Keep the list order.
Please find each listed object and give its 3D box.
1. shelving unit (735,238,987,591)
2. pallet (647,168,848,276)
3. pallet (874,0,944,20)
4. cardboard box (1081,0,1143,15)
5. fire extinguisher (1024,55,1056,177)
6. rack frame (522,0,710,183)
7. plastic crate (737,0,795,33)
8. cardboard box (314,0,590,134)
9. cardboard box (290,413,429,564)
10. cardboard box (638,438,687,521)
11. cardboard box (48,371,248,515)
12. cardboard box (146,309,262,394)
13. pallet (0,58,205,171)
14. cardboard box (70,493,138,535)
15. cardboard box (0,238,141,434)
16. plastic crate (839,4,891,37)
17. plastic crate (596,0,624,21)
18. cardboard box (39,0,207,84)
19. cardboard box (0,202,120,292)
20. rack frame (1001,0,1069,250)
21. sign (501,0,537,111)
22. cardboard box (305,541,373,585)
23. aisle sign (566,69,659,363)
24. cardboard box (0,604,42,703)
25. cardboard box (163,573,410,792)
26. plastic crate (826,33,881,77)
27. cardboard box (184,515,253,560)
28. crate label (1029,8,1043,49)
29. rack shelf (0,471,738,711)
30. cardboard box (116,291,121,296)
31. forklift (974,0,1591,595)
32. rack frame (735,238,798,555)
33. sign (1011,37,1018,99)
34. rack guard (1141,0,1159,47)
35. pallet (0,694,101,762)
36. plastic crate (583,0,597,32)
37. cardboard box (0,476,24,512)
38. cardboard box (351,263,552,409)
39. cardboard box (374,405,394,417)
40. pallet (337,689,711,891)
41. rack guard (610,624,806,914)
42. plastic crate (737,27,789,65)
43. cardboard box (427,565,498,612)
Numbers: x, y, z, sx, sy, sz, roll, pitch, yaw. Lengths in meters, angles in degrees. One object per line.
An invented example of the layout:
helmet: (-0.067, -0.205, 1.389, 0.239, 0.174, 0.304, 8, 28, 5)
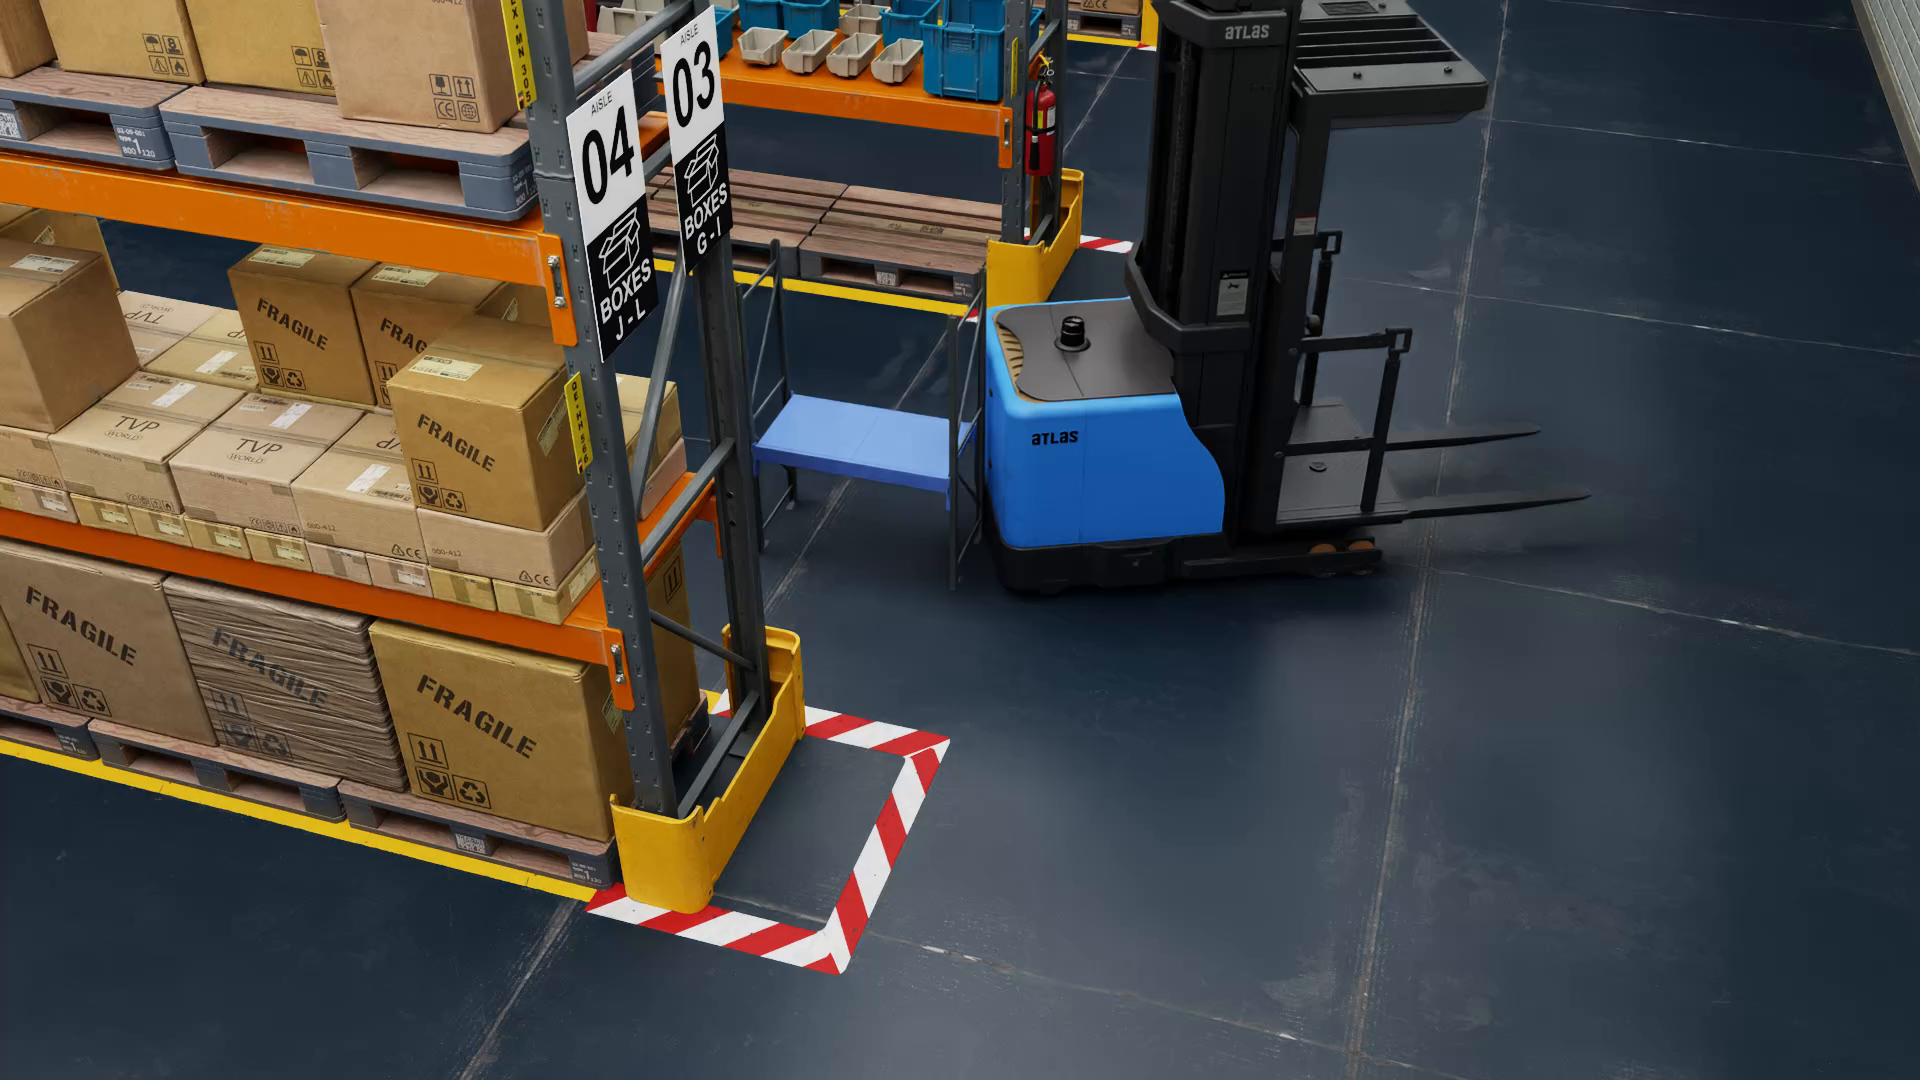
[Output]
shelving unit: (-0.449, -0.587, 7.968, 1.048, 1.500, 0.538, 10, 38, 14)
pallet: (-1.480, -2.174, 11.210, 1.213, 0.211, 1.003, 10, 38, 14)
pallet: (-0.057, -4.962, 14.998, 1.213, 0.211, 1.003, 10, 38, 14)
cardboard box: (1.345, -4.841, 14.220, 0.500, 0.500, 0.500, 10, 38, 14)
fire extinguisher: (0.465, -2.447, 9.609, 0.183, 0.674, 0.296, 10, 38, 14)
rack frame: (-1.020, -2.526, 4.276, 0.127, 3.000, 1.000, 10, 38, 14)
plastic crate: (-1.224, -3.385, 10.594, 0.300, 0.233, 0.416, 10, 38, 14)
cardboard box: (-1.533, -1.629, 5.065, 0.500, 0.500, 0.700, 8, 37, 11)
cardboard box: (-2.046, -0.195, 6.045, 0.500, 0.250, 0.500, 10, 37, 13)
cardboard box: (-1.261, -0.258, 6.467, 0.250, 0.149, 0.380, 11, 38, 14)
cardboard box: (-3.030, -0.374, 6.289, 0.500, 0.250, 0.500, 11, 38, 14)
cardboard box: (-2.874, -0.675, 6.697, 0.500, 0.250, 0.500, 10, 37, 13)
pallet: (-2.900, -1.622, 5.653, 1.213, 0.211, 1.003, 10, 38, 14)
cardboard box: (-3.167, -0.201, 6.389, 0.250, 0.149, 0.380, 9, 37, 13)
cardboard box: (-3.492, -0.768, 6.191, 0.500, 0.500, 0.500, 9, 37, 12)
plastic crate: (-0.610, -3.284, 10.538, 0.298, 0.136, 0.250, 10, 38, 14)
plastic crate: (-2.213, -3.487, 10.823, 0.590, 0.125, 0.437, 10, 38, 14)
cardboard box: (-2.542, -1.861, 5.379, 0.500, 0.500, 0.700, 8, 37, 11)
cardboard box: (-3.843, -1.157, 6.720, 0.500, 0.500, 0.500, 11, 38, 14)
rack frame: (0.457, -2.912, 9.861, 0.127, 3.000, 1.000, 10, 38, 14)
sign: (-1.195, -1.338, 4.512, 0.005, 0.325, 0.100, 10, 38, 14)
cardboard box: (-2.185, -0.020, 6.144, 0.250, 0.149, 0.380, 11, 38, 15)
aisle sign: (-1.041, -0.974, 5.035, 0.004, 0.787, 0.394, 10, 38, 14)
cardboard box: (-4.232, 0.032, 7.300, 0.875, 0.875, 0.875, 10, 38, 14)
cardboard box: (-2.524, 0.348, 6.870, 0.875, 0.875, 0.875, 10, 38, 14)
plastic crate: (-0.648, -2.931, 10.059, 0.243, 0.136, 0.396, 10, 38, 14)
cardboard box: (-2.681, -0.111, 6.267, 0.250, 0.149, 0.380, 11, 38, 14)
crate label: (0.319, -3.099, 10.206, 0.303, 0.233, 0.416, 10, 38, 14)
rack shelf: (-2.929, -0.174, 6.747, 4.000, 0.370, 1.077, 10, 38, 14)
cardboard box: (-3.844, -0.857, 6.944, 0.500, 0.250, 0.500, 12, 38, 15)
forklift: (1.634, -1.302, 7.732, 3.031, 2.935, 1.130, -5, 37, -6)
rack frame: (-0.936, -0.675, 8.087, 0.032, 1.500, 0.500, 10, 38, 14)
sign: (0.308, -2.664, 9.386, 0.005, 0.325, 0.100, 10, 38, 14)
rack guard: (1.865, -4.721, 14.428, 0.348, 0.500, 1.175, 10, 38, 14)
pallet: (-4.136, 0.485, 7.598, 1.213, 0.211, 1.003, 10, 38, 14)
plastic crate: (-2.584, -3.370, 10.378, 0.583, 0.464, 0.402, 10, 38, 14)
cardboard box: (-3.657, -0.292, 6.513, 0.250, 0.149, 0.380, 10, 38, 13)
cardboard box: (-1.875, -0.797, 6.231, 0.500, 0.500, 0.500, 10, 37, 13)
cardboard box: (-1.896, -0.495, 6.453, 0.500, 0.250, 0.500, 10, 38, 13)
pallet: (-1.807, 0.916, 7.012, 1.213, 0.211, 1.003, 10, 38, 14)
rack guard: (-0.997, 0.901, 6.789, 0.348, 0.500, 1.175, 10, 38, 14)
plastic crate: (-1.209, -3.009, 10.164, 0.250, 0.136, 0.298, 10, 38, 14)
cardboard box: (-1.707, 0.070, 6.022, 0.250, 0.149, 0.380, 11, 38, 14)
